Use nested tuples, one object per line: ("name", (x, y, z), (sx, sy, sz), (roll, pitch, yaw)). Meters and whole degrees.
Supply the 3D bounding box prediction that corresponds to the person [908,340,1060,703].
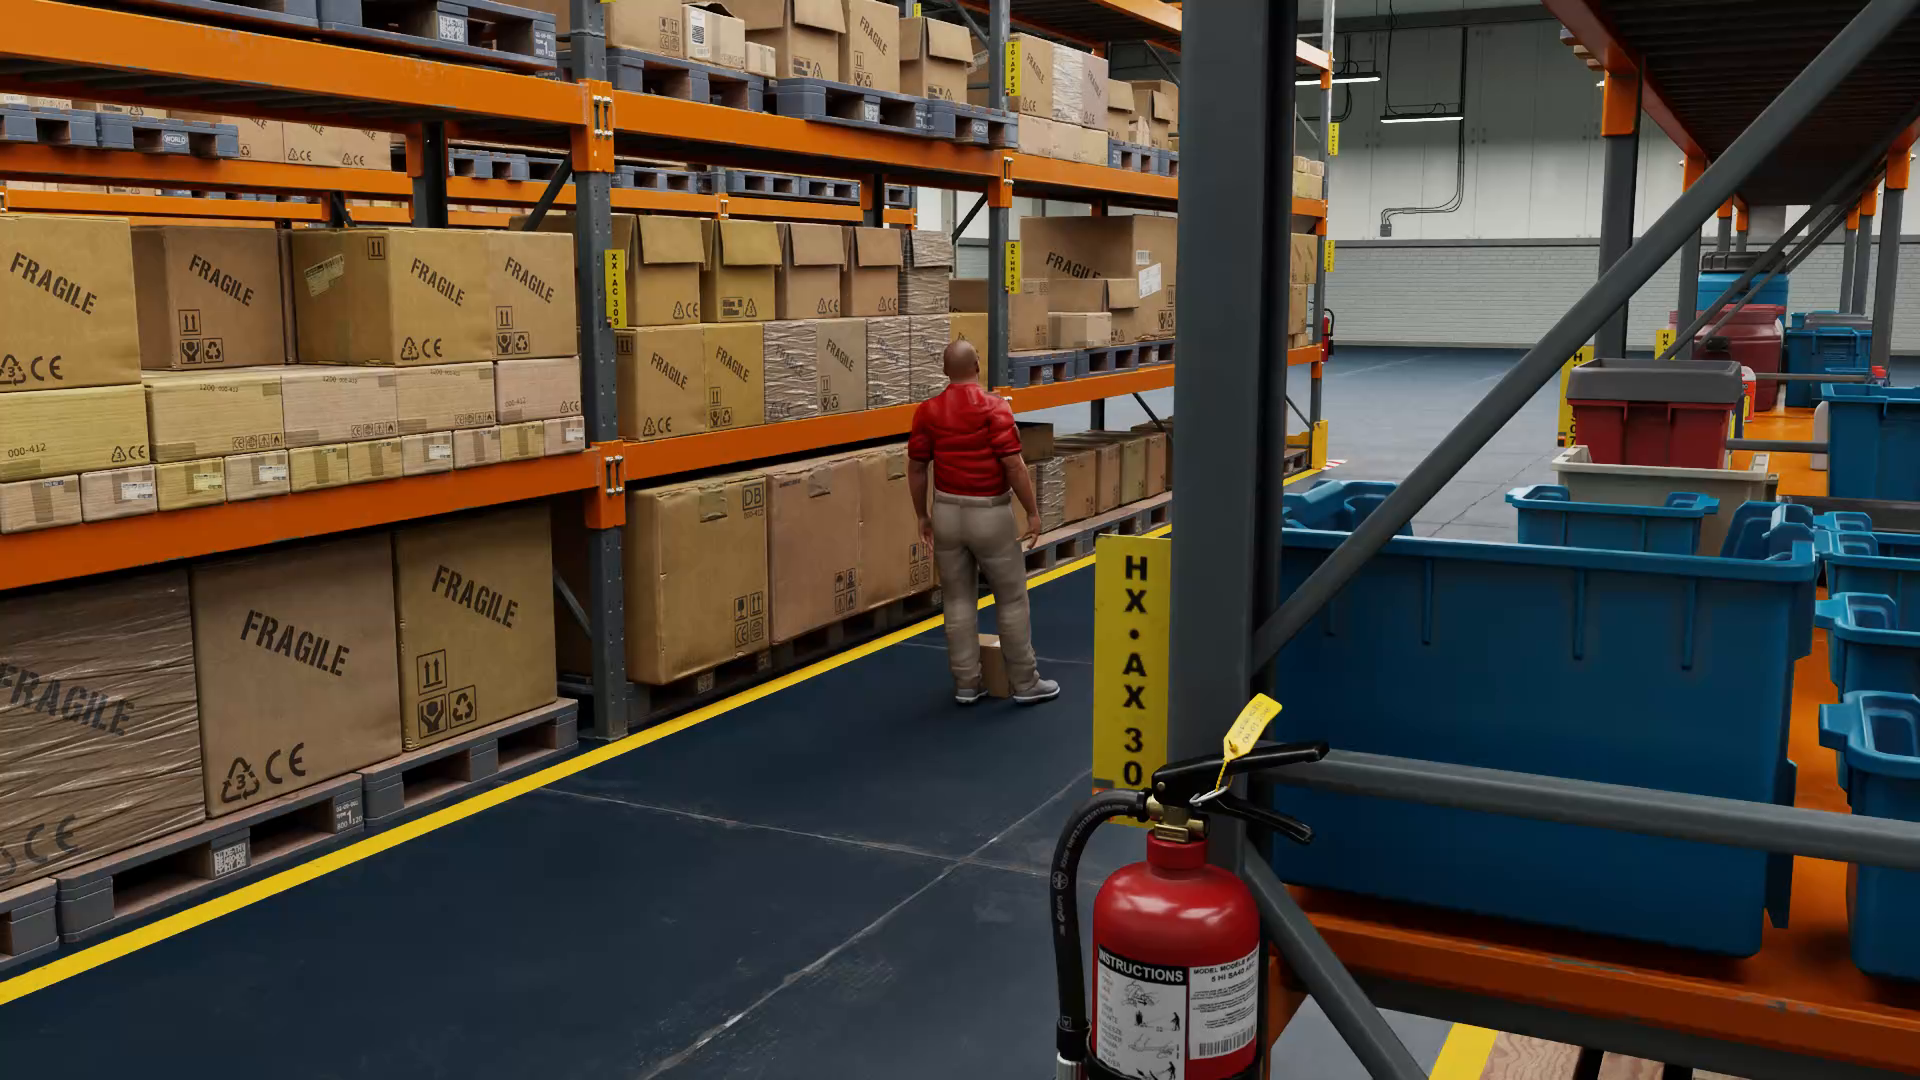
("person", (0.108, -0.087, 7.911), (0.641, 1.727, 0.550), (4, 10, 24))
